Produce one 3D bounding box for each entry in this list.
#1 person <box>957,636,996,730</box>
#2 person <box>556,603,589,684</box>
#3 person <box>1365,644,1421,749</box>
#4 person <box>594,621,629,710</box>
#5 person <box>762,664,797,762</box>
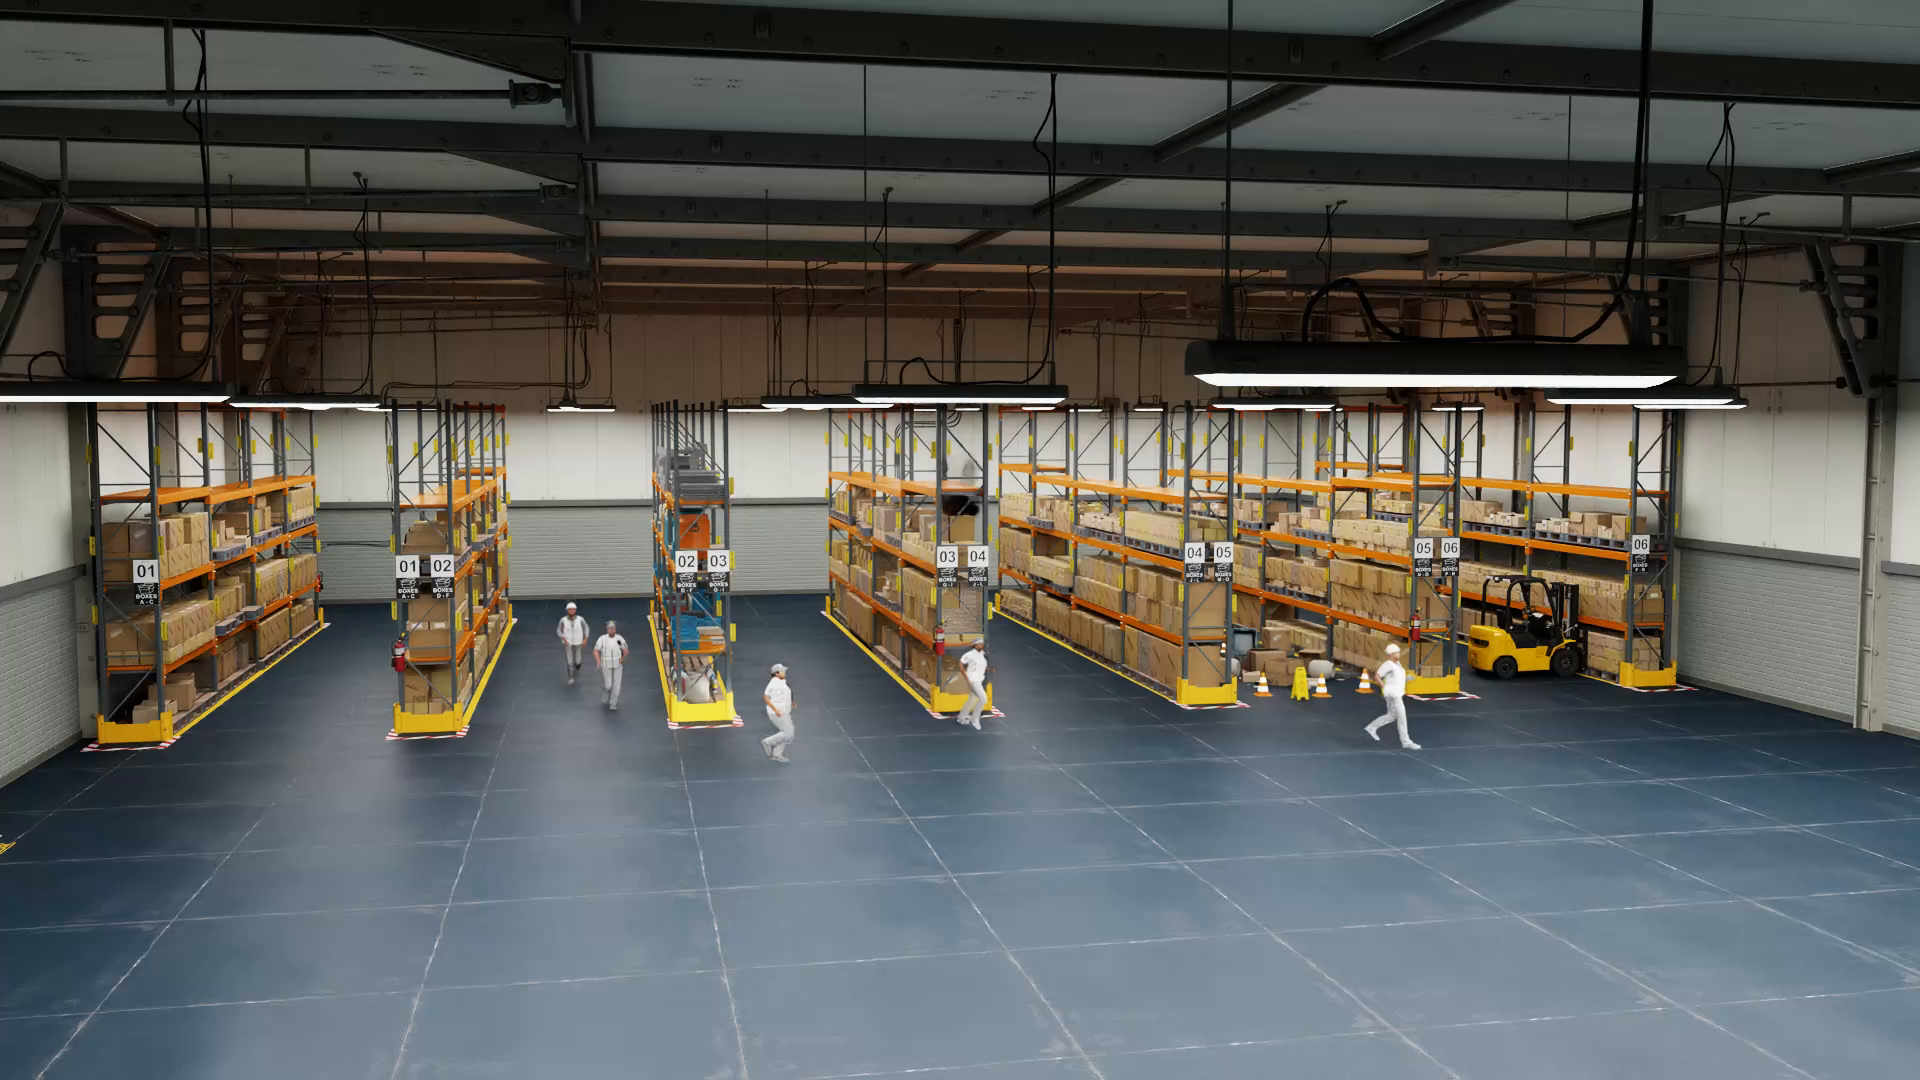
[{"bbox_3d":[0.289,2.601,30.444,0.758,1.698,0.552,2,5,29],"label":"person"},{"bbox_3d":[-8.235,2.195,35.400,0.692,1.731,0.599,-1,5,-18],"label":"person"},{"bbox_3d":[7.431,2.666,28.518,0.994,1.761,0.691,2,5,28],"label":"person"},{"bbox_3d":[-6.763,2.425,32.300,0.664,1.725,0.601,-1,5,-19],"label":"person"},{"bbox_3d":[-2.971,2.854,27.448,0.549,1.627,0.607,1,4,9],"label":"person"}]
